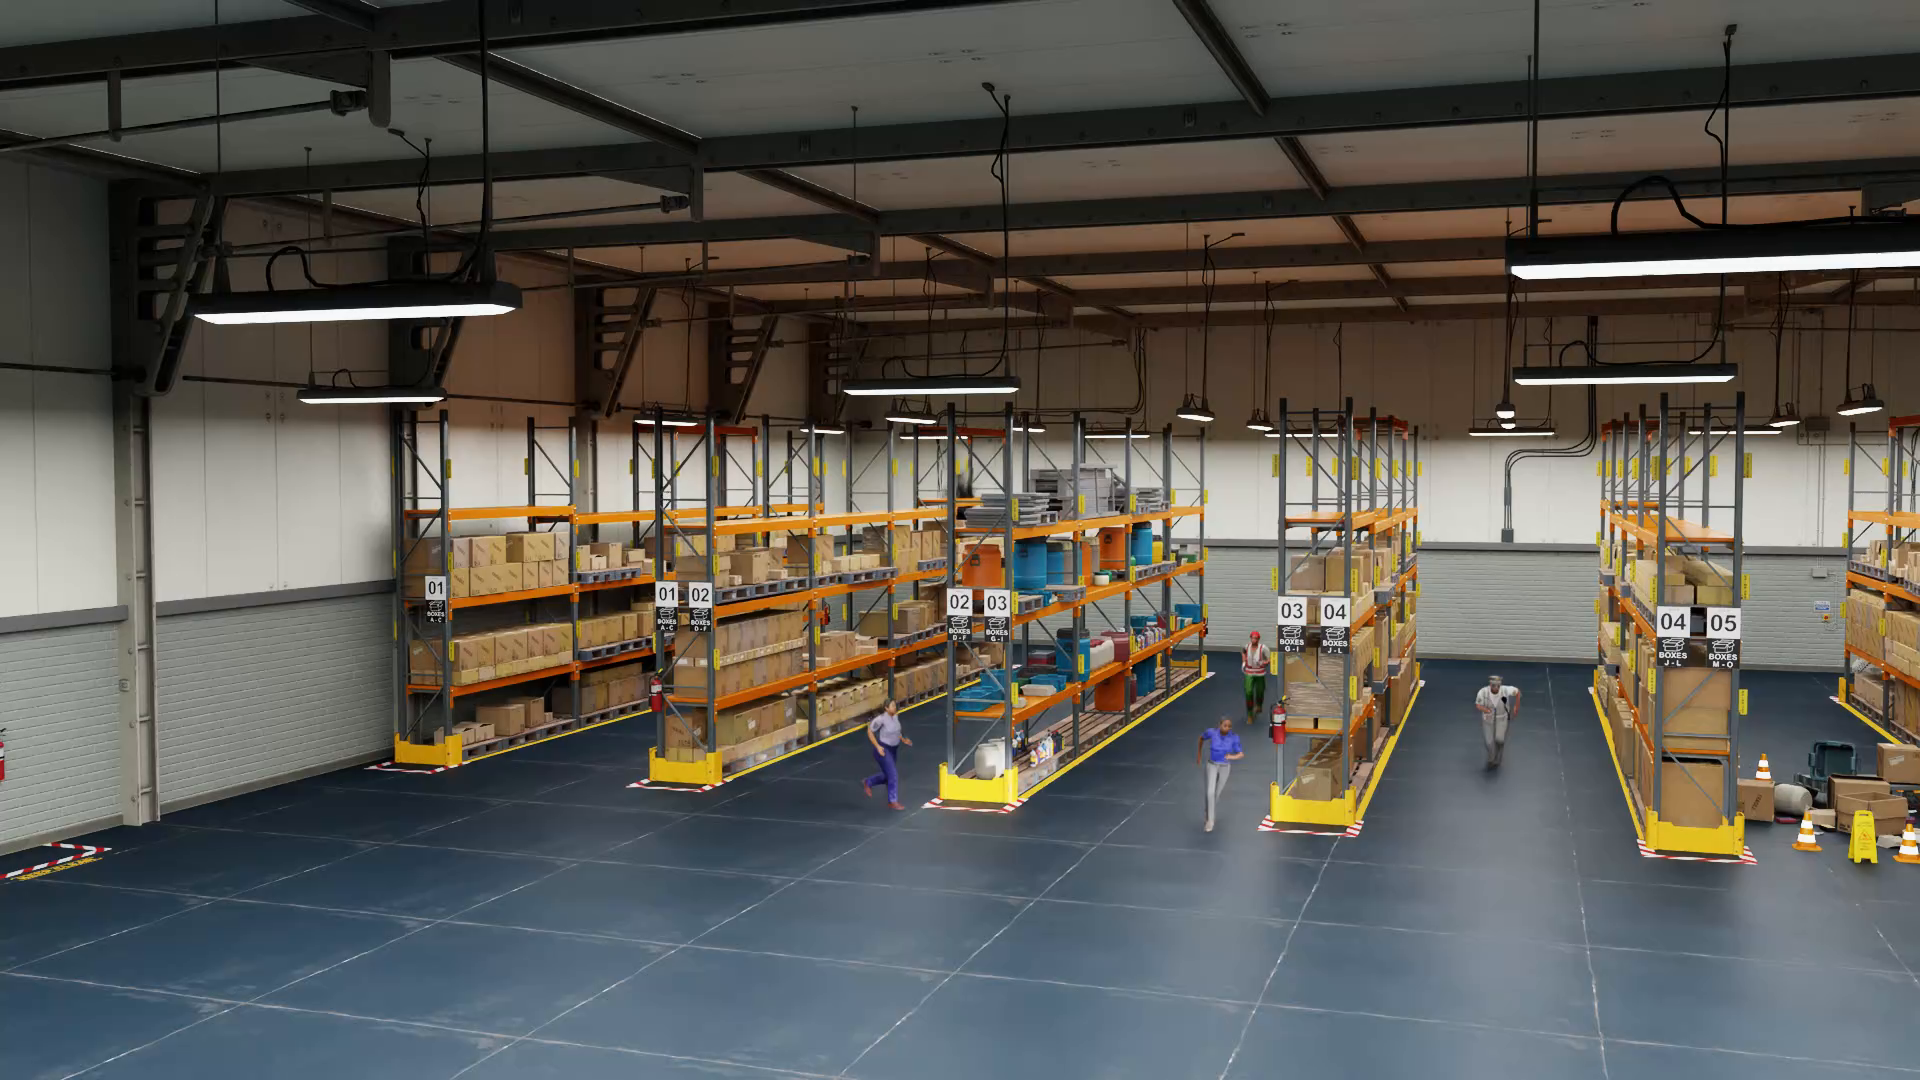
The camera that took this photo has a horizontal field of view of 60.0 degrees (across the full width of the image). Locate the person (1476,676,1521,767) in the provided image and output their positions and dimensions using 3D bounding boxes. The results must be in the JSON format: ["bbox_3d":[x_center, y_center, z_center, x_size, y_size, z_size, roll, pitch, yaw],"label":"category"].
[{"bbox_3d":[8.957,3.017,27.688,0.701,1.573,0.943,1,3,20],"label":"person"}]

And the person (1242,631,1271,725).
[{"bbox_3d":[5.891,2.711,32.996,0.605,1.834,1.081,1,3,14],"label":"person"}]

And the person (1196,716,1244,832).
[{"bbox_3d":[3.616,3.193,23.177,0.610,1.568,0.992,0,2,0],"label":"person"}]

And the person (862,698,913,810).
[{"bbox_3d":[-1.145,3.149,24.623,0.805,1.631,0.591,1,3,30],"label":"person"}]

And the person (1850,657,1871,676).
[{"bbox_3d":[19.809,2.549,36.455,0.639,1.751,0.629,1,3,26],"label":"person"}]
